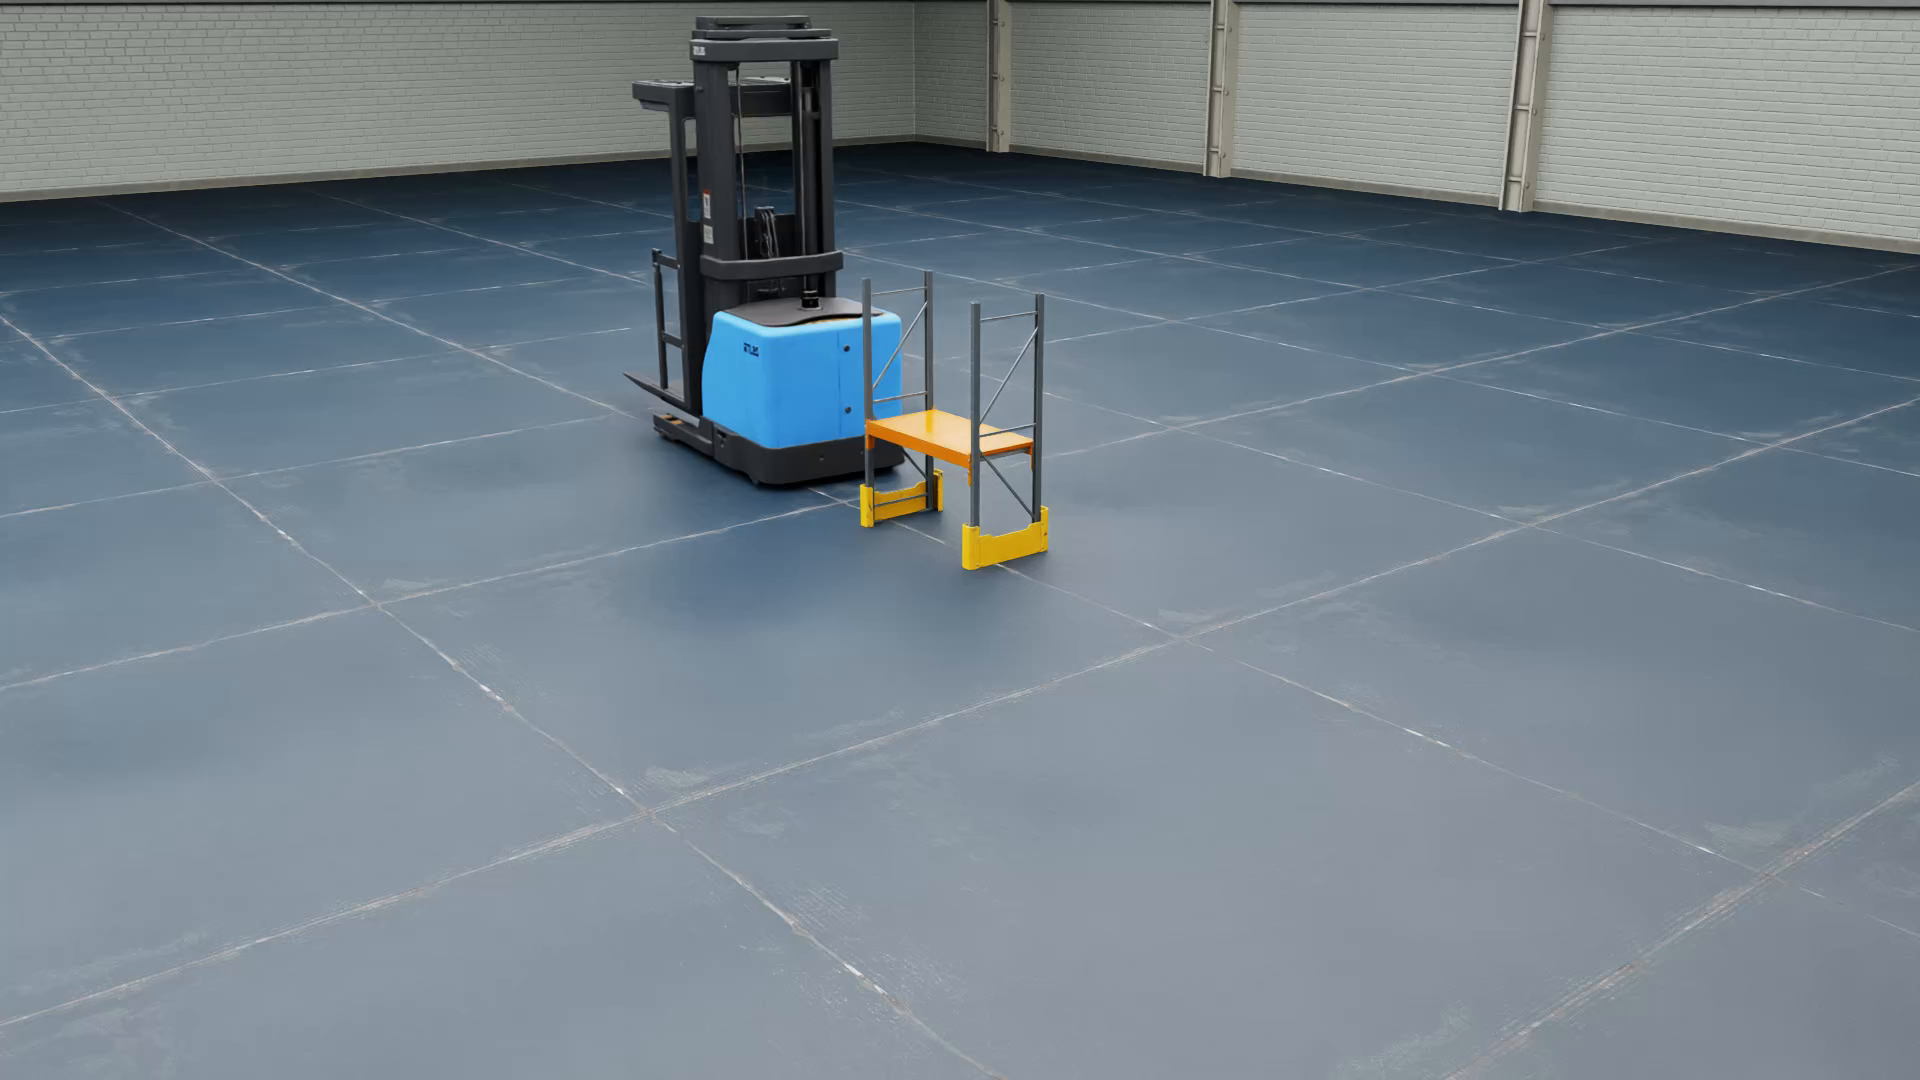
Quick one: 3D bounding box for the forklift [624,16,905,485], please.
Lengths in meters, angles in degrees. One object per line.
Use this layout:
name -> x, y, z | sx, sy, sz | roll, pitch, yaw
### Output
forklift -> -1.578, -2.158, 11.718 | 1.130, 2.935, 3.031 | -11, 21, -30

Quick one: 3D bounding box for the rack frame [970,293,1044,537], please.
rack frame -> 0.263, -0.608, 9.312 | 0.500, 1.500, 0.032 | -14, 23, -36

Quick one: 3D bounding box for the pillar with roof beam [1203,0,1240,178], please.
pillar with roof beam -> 1.121, -9.788, 25.108 | 9.100, 9.000, 0.400 | -14, 23, -36

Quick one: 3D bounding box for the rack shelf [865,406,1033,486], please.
rack shelf -> -0.053, -0.562, 9.747 | 0.538, 0.185, 1.000 | -14, 23, -36

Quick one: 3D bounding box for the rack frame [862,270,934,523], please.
rack frame -> -0.369, -0.858, 10.069 | 0.500, 1.500, 0.032 | -14, 23, -36

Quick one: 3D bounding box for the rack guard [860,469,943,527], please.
rack guard -> -0.357, -0.260, 10.251 | 0.587, 0.250, 0.087 | -14, 23, -36

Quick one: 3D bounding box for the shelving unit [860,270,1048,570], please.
shelving unit -> -0.047, -0.731, 9.683 | 0.587, 1.500, 1.083 | -14, 23, -36

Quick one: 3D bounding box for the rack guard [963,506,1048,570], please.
rack guard -> 0.262, -0.015, 9.509 | 0.587, 0.250, 0.087 | -14, 23, -36

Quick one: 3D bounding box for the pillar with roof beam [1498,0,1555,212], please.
pillar with roof beam -> 4.846, -8.310, 20.643 | 9.100, 9.000, 0.400 | -14, 23, -36

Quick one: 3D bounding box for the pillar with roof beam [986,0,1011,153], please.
pillar with roof beam -> -2.604, -11.267, 29.573 | 9.100, 9.000, 0.400 | -14, 23, -36
